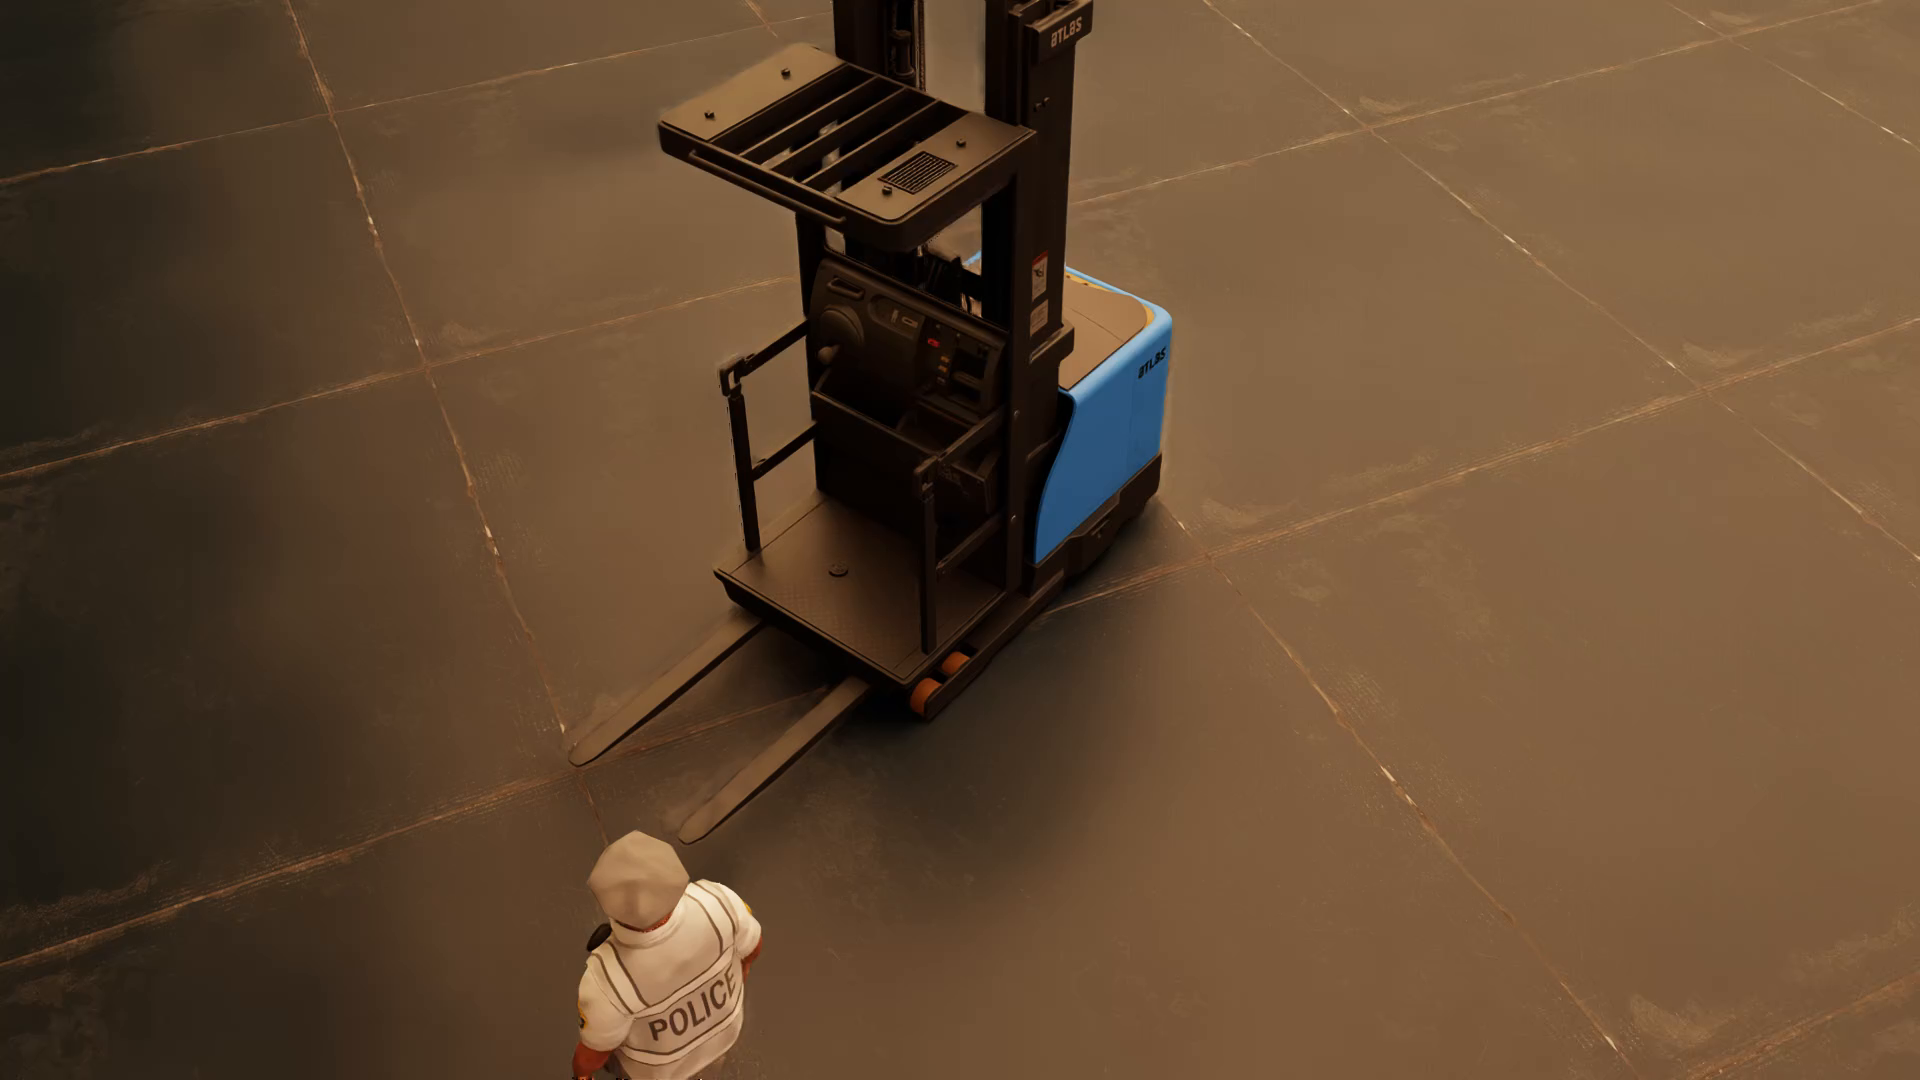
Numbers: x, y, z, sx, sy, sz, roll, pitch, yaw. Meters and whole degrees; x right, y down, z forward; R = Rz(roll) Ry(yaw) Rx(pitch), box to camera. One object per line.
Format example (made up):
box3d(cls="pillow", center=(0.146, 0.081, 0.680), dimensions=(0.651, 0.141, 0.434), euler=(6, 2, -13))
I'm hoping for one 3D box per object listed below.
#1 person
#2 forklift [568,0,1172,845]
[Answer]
box3d(cls="person", center=(-0.953, 1.376, 5.054), dimensions=(0.627, 1.776, 0.657), euler=(-31, 51, -29))
box3d(cls="forklift", center=(-0.352, -0.709, 6.440), dimensions=(1.130, 2.935, 3.031), euler=(28, 50, 27))
